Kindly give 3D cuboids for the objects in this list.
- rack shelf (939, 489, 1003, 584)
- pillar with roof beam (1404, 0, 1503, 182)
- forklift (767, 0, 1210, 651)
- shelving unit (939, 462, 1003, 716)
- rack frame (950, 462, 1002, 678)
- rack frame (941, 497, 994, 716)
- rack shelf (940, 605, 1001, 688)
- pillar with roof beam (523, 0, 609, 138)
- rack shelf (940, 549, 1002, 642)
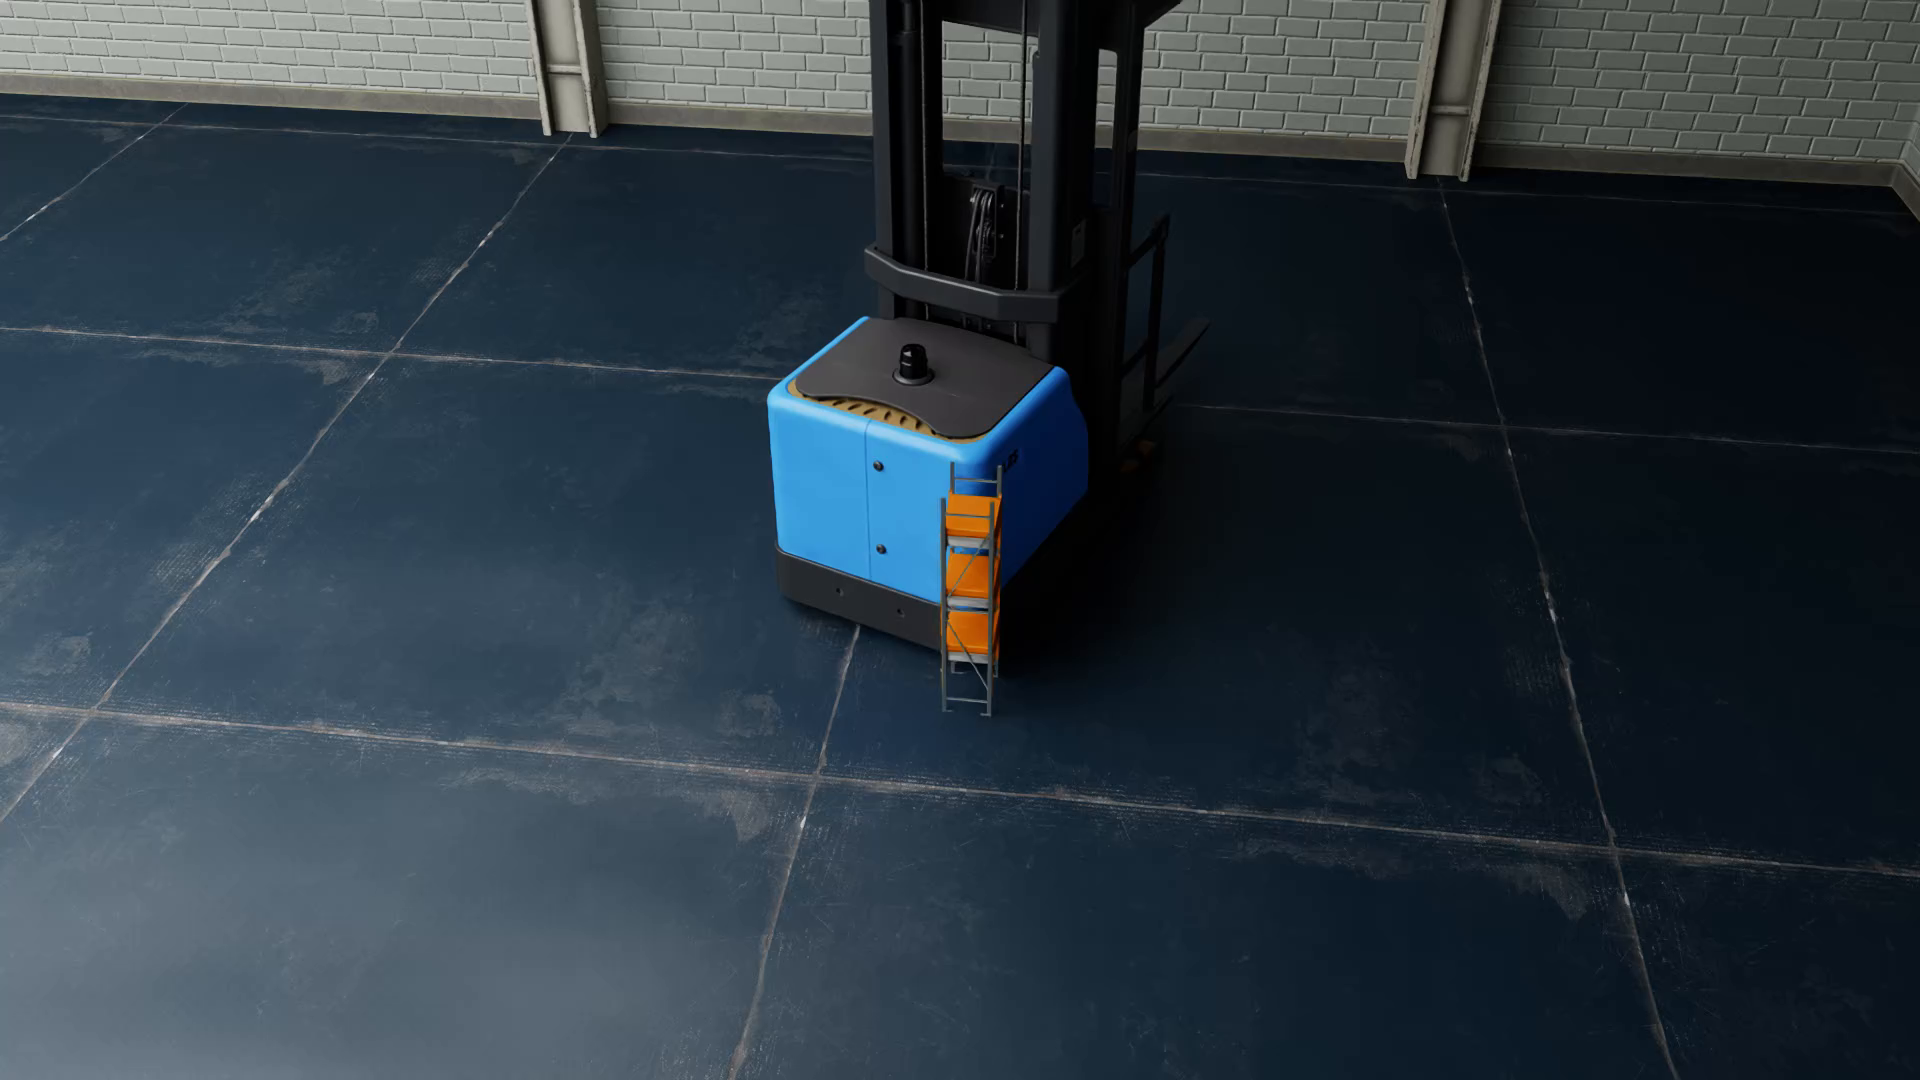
[{"bbox_3d":[0.044,-0.014,6.396,0.215,0.259,0.240,5,36,6],"label":"rack shelf"},{"bbox_3d":[2.672,-3.679,5.159,0.400,9.000,9.100,4,36,6],"label":"pillar with roof beam"},{"bbox_3d":[0.345,-1.534,7.376,1.130,2.935,3.031,18,39,23],"label":"forklift"},{"bbox_3d":[0.044,0.208,6.554,0.215,1.050,0.252,5,36,6],"label":"shelving unit"},{"bbox_3d":[0.061,0.138,6.653,0.200,1.050,0.008,5,36,6],"label":"rack frame"},{"bbox_3d":[0.028,0.279,6.456,0.200,1.050,0.008,5,36,6],"label":"rack frame"},{"bbox_3d":[0.044,0.443,6.722,0.215,0.259,0.240,5,36,6],"label":"rack shelf"},{"bbox_3d":[-3.280,-4.123,5.781,0.400,9.000,9.100,4,36,6],"label":"pillar with roof beam"},{"bbox_3d":[0.044,0.217,6.561,0.215,0.259,0.240,5,36,6],"label":"rack shelf"}]
